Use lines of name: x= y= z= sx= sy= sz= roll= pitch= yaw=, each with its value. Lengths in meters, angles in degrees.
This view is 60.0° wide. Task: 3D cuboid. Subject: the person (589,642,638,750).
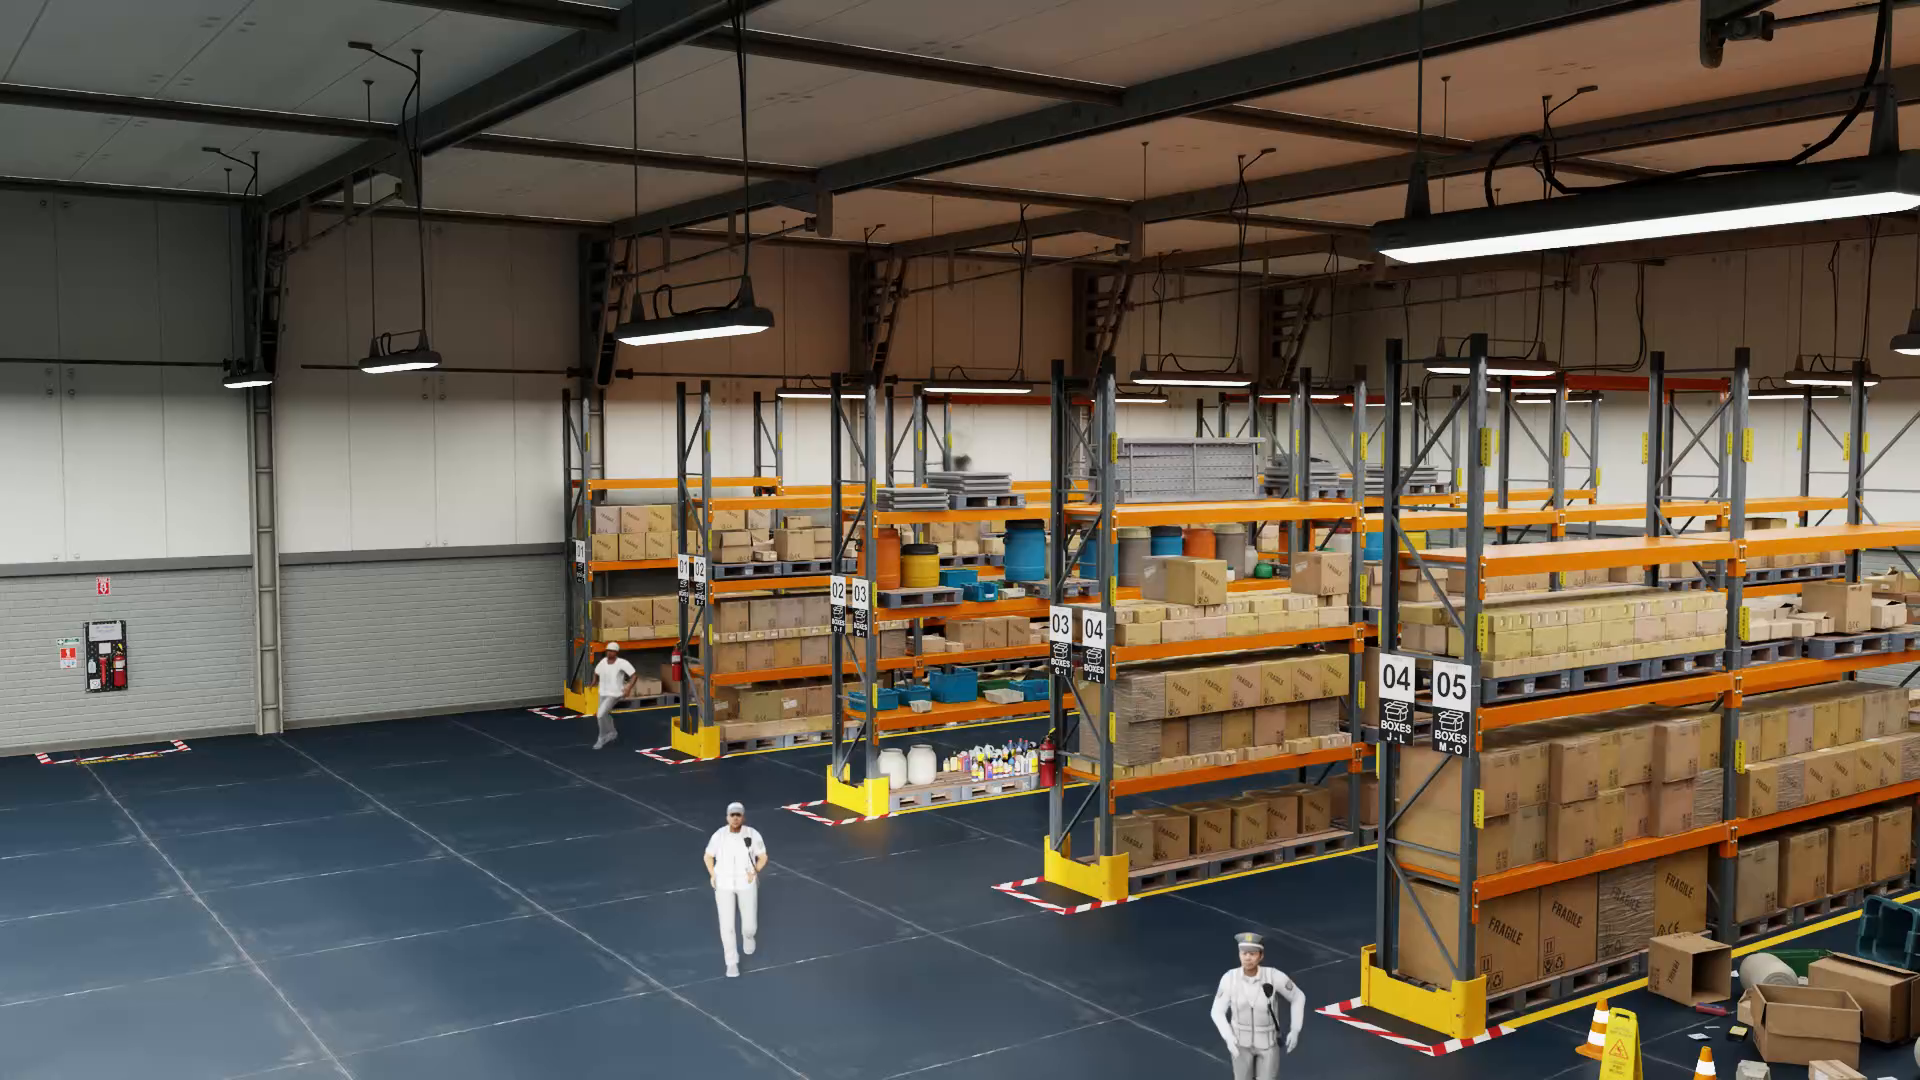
person: x=-5.730 y=2.555 z=27.298 sx=0.763 sy=1.782 sz=0.682 roll=2 pitch=4 yaw=32

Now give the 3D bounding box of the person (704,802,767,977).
person: x=-2.162 y=3.326 z=16.005 sx=0.611 sy=1.619 sz=0.645 roll=0 pitch=4 yaw=-6

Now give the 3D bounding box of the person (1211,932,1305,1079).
person: x=2.098 y=3.588 z=11.777 sx=0.645 sy=1.660 sz=0.585 roll=1 pitch=4 yaw=16
